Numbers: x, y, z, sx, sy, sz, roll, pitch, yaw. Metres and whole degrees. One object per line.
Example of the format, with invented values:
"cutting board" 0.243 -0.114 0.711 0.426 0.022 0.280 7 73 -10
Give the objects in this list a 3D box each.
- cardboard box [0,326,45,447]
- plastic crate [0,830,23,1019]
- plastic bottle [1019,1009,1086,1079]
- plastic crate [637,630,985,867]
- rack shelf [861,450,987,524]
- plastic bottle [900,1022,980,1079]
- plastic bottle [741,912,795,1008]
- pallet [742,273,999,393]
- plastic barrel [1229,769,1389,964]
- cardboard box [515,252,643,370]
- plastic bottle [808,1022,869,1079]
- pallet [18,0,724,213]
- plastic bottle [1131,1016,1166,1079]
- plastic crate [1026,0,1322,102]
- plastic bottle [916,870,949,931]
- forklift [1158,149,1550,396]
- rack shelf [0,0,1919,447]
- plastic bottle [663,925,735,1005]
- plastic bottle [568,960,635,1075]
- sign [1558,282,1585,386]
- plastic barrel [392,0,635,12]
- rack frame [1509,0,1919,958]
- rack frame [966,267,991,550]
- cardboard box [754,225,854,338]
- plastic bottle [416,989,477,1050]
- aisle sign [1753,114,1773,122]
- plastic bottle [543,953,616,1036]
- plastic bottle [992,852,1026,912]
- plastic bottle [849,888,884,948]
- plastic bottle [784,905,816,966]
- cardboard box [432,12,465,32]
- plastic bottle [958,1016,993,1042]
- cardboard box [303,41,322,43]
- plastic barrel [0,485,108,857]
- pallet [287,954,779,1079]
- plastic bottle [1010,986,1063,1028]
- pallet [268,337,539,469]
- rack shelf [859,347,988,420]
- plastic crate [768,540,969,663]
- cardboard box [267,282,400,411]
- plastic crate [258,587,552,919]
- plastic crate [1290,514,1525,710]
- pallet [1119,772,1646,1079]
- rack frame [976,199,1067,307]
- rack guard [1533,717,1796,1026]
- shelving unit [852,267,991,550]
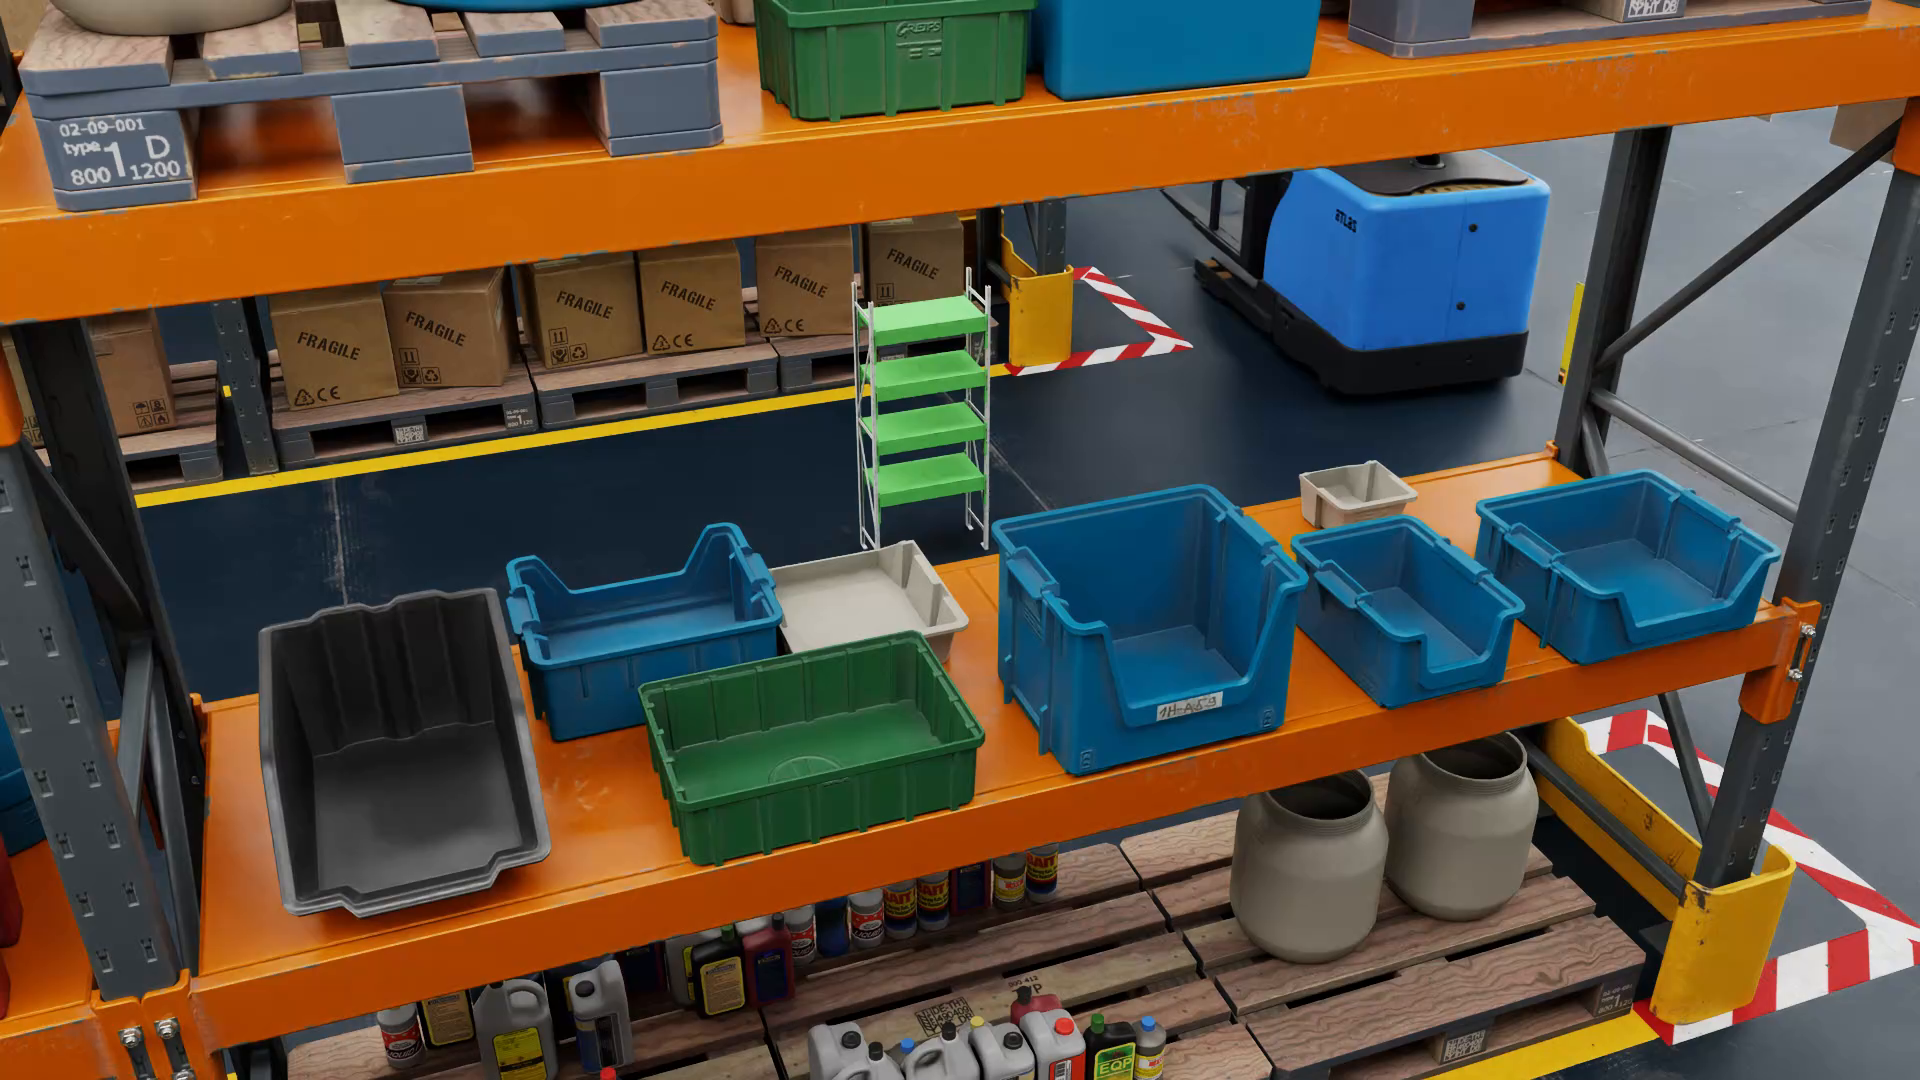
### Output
"cardboard box" -4.463 -0.773 7.657 0.500 0.500 0.700 -11 31 -18
"plastic crate" -2.047 0.658 3.000 0.583 0.464 0.402 -10 31 -18
"plastic bottle" 0.235 1.314 4.221 0.135 0.276 0.152 -10 31 -17
"plastic crate" -0.329 0.449 3.645 0.662 0.188 0.450 -10 31 -18
"rack shelf" -0.155 -0.229 7.053 0.480 0.148 0.258 -10 31 -18
"plastic bottle" -0.049 1.335 4.107 0.185 0.351 0.144 -9 31 -16
"plastic bottle" -0.523 1.139 4.520 0.133 0.283 0.061 -10 31 -18
"pallet" -0.523 -1.179 9.107 1.213 0.211 1.003 -10 31 -18
"plastic barrel" 0.989 0.904 4.722 0.421 0.512 0.421 0 30 0
"cardboard box" -1.949 -1.230 8.480 0.500 0.500 0.500 -13 32 -22
"plastic bottle" -0.298 1.336 4.183 0.135 0.276 0.152 -10 31 -18
"pallet" -1.058 -0.931 3.014 1.003 0.211 1.213 -10 31 -18
"plastic bottle" 0.481 1.315 4.294 0.097 0.201 0.097 0 30 0
"plastic crate" 0.367 -1.057 3.062 0.575 0.384 0.392 -10 31 -18
"plastic bottle" -0.080 0.992 4.791 0.097 0.271 0.097 0 30 0
"forklift" 2.030 -2.718 9.059 1.130 2.935 3.031 -8 31 -14
"rack shelf" 0.175 -0.875 3.453 4.000 0.370 1.077 -10 31 -18
"plastic bottle" -0.714 1.087 4.544 0.185 0.351 0.144 -11 31 -18
"plastic bottle" -0.942 1.239 4.352 0.135 0.276 0.152 -10 31 -18
"sign" 1.861 -0.606 5.004 0.005 0.325 0.100 -10 31 -18
"plastic barrel" -0.730 -1.365 2.655 0.708 0.901 0.600 -10 31 -18
"rack frame" 2.049 -0.230 4.623 0.127 3.000 1.000 -10 31 -18
"rack frame" 0.074 -0.535 6.977 0.015 1.200 0.240 -10 31 -18
"cardboard box" -0.817 -1.405 8.787 0.500 0.500 0.500 -3 30 -5
"plastic bottle" -1.364 1.213 4.389 0.133 0.283 0.061 -9 31 -15
"aisle sign" 2.015 -1.508 4.240 0.004 0.787 0.394 -10 31 -18
"plastic bottle" -1.017 1.142 4.446 0.185 0.351 0.144 -12 32 -20
"plastic bottle" 0.144 0.981 4.880 0.097 0.201 0.097 0 30 0
"plastic bottle" -0.267 1.057 4.748 0.097 0.201 0.097 0 30 0
"plastic bottle" -0.459 1.092 4.685 0.097 0.201 0.097 0 30 0
"cardboard box" -2.448 -2.491 7.181 0.500 0.500 0.500 -10 31 -18
"plastic bottle" 0.044 1.315 4.294 0.097 0.201 0.097 0 30 0
"cardboard box" -2.983 -2.059 7.433 0.500 0.500 0.875 -10 31 -18
"plastic barrel" -2.167 0.169 3.417 0.708 0.901 0.600 -10 31 -18
"pallet" -1.056 1.575 4.271 1.213 0.211 1.003 -10 31 -18
"plastic bottle" 0.197 1.261 4.306 0.133 0.283 0.061 -10 31 -18
"pallet" -2.810 -0.758 8.368 1.213 0.211 1.003 -10 31 -18
"rack shelf" -0.155 -0.646 6.816 0.480 0.148 0.258 -10 31 -18
"plastic crate" -0.266 0.177 4.175 0.437 0.136 0.530 -10 31 -18
"cardboard box" -3.038 -0.984 8.048 0.500 0.500 0.500 -11 32 -19
"plastic crate" -1.165 0.456 3.482 0.504 0.338 0.767 -10 31 -18
"plastic crate" 1.074 0.169 4.073 0.408 0.251 0.499 -10 31 -18
"pallet" 1.231 1.154 5.011 1.213 0.211 1.003 -10 31 -18
"rack frame" 0.322 -2.528 8.657 0.127 3.000 1.000 -10 31 -18
"rack guard" 1.994 0.891 5.181 0.348 0.500 1.175 -10 31 -18
"shelving unit" -0.155 -0.493 6.903 0.503 1.200 0.258 -10 31 -18
